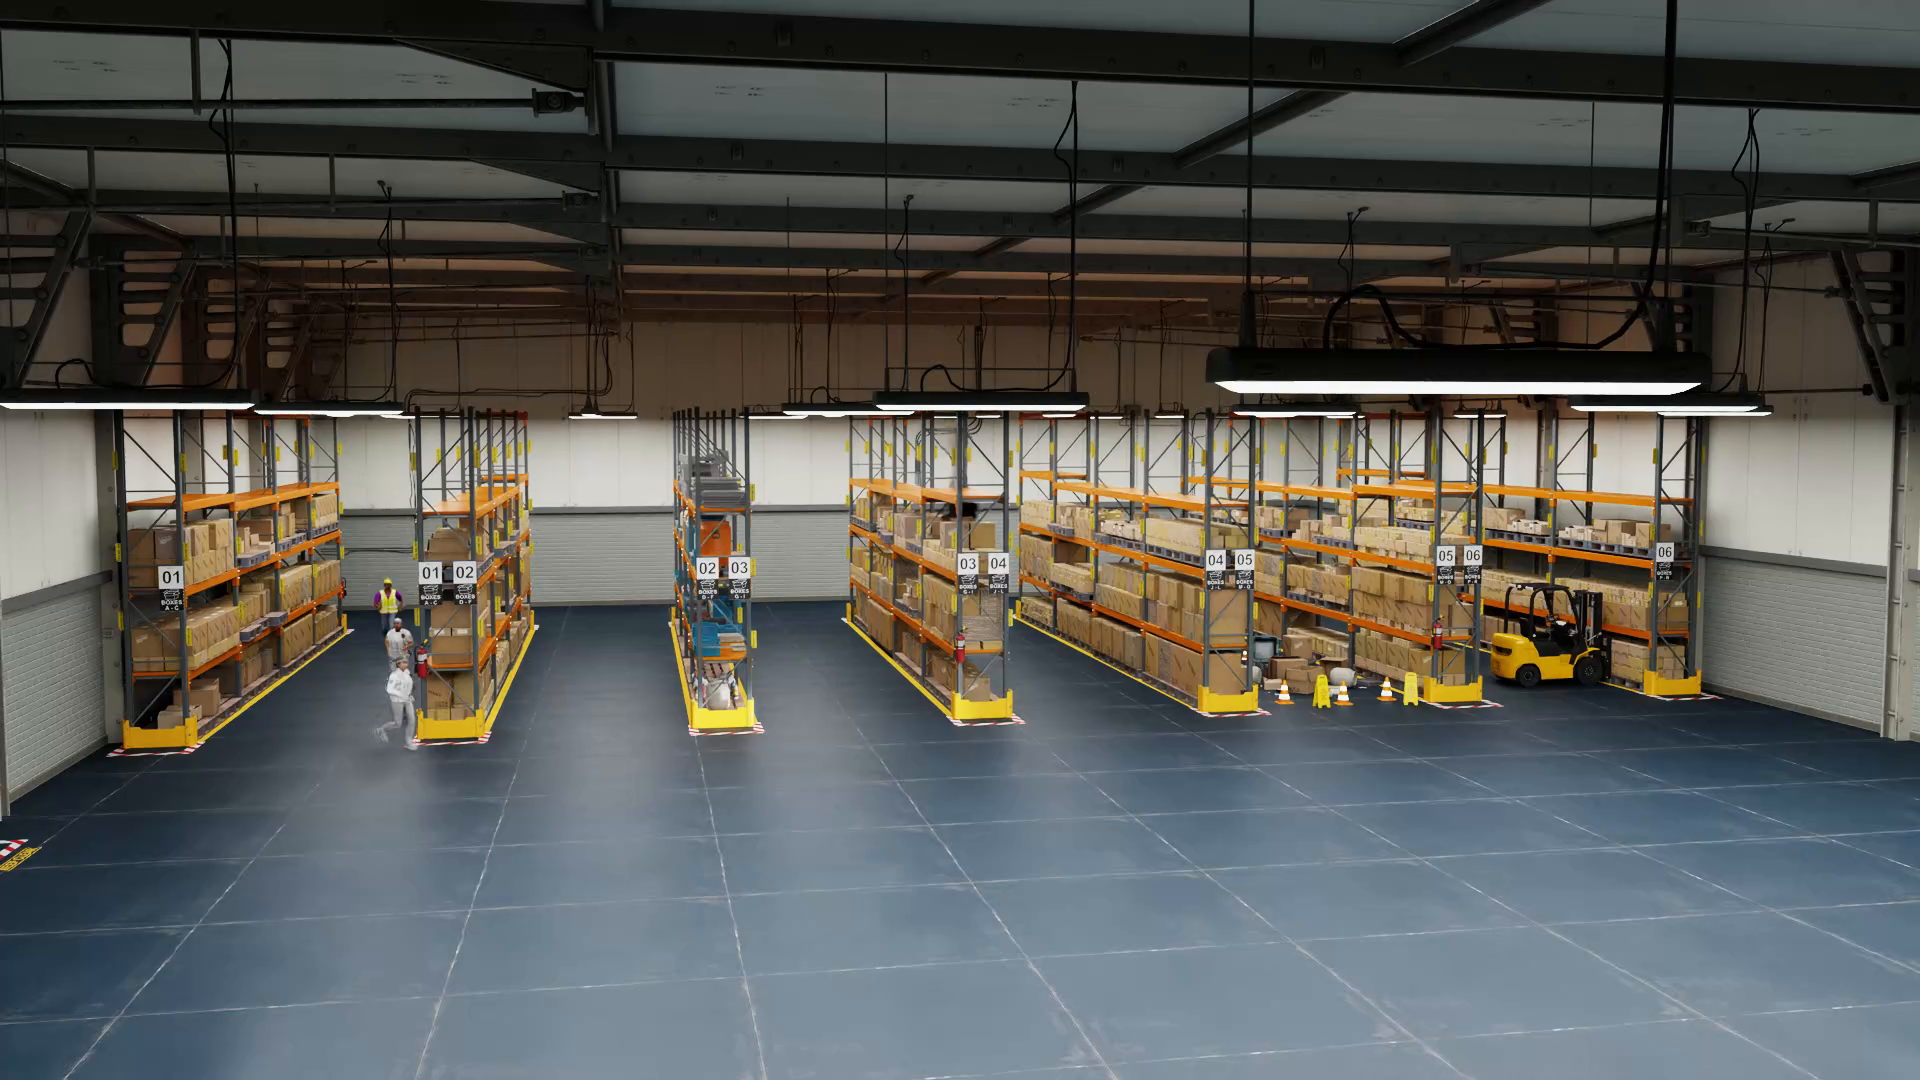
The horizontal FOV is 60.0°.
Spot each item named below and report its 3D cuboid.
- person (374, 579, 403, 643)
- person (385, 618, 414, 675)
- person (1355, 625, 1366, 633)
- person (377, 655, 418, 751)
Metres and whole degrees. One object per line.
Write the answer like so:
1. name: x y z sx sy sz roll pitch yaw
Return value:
1. person: -14.514 1.858 42.249 0.714 1.733 0.791 -1 4 -19
2. person: -11.684 2.447 34.639 0.587 1.621 0.583 -1 4 -14
3. person: 10.256 1.934 42.268 0.531 1.579 0.869 -1 4 -8
4. person: -9.830 2.828 29.098 0.824 1.679 0.606 2 4 25
